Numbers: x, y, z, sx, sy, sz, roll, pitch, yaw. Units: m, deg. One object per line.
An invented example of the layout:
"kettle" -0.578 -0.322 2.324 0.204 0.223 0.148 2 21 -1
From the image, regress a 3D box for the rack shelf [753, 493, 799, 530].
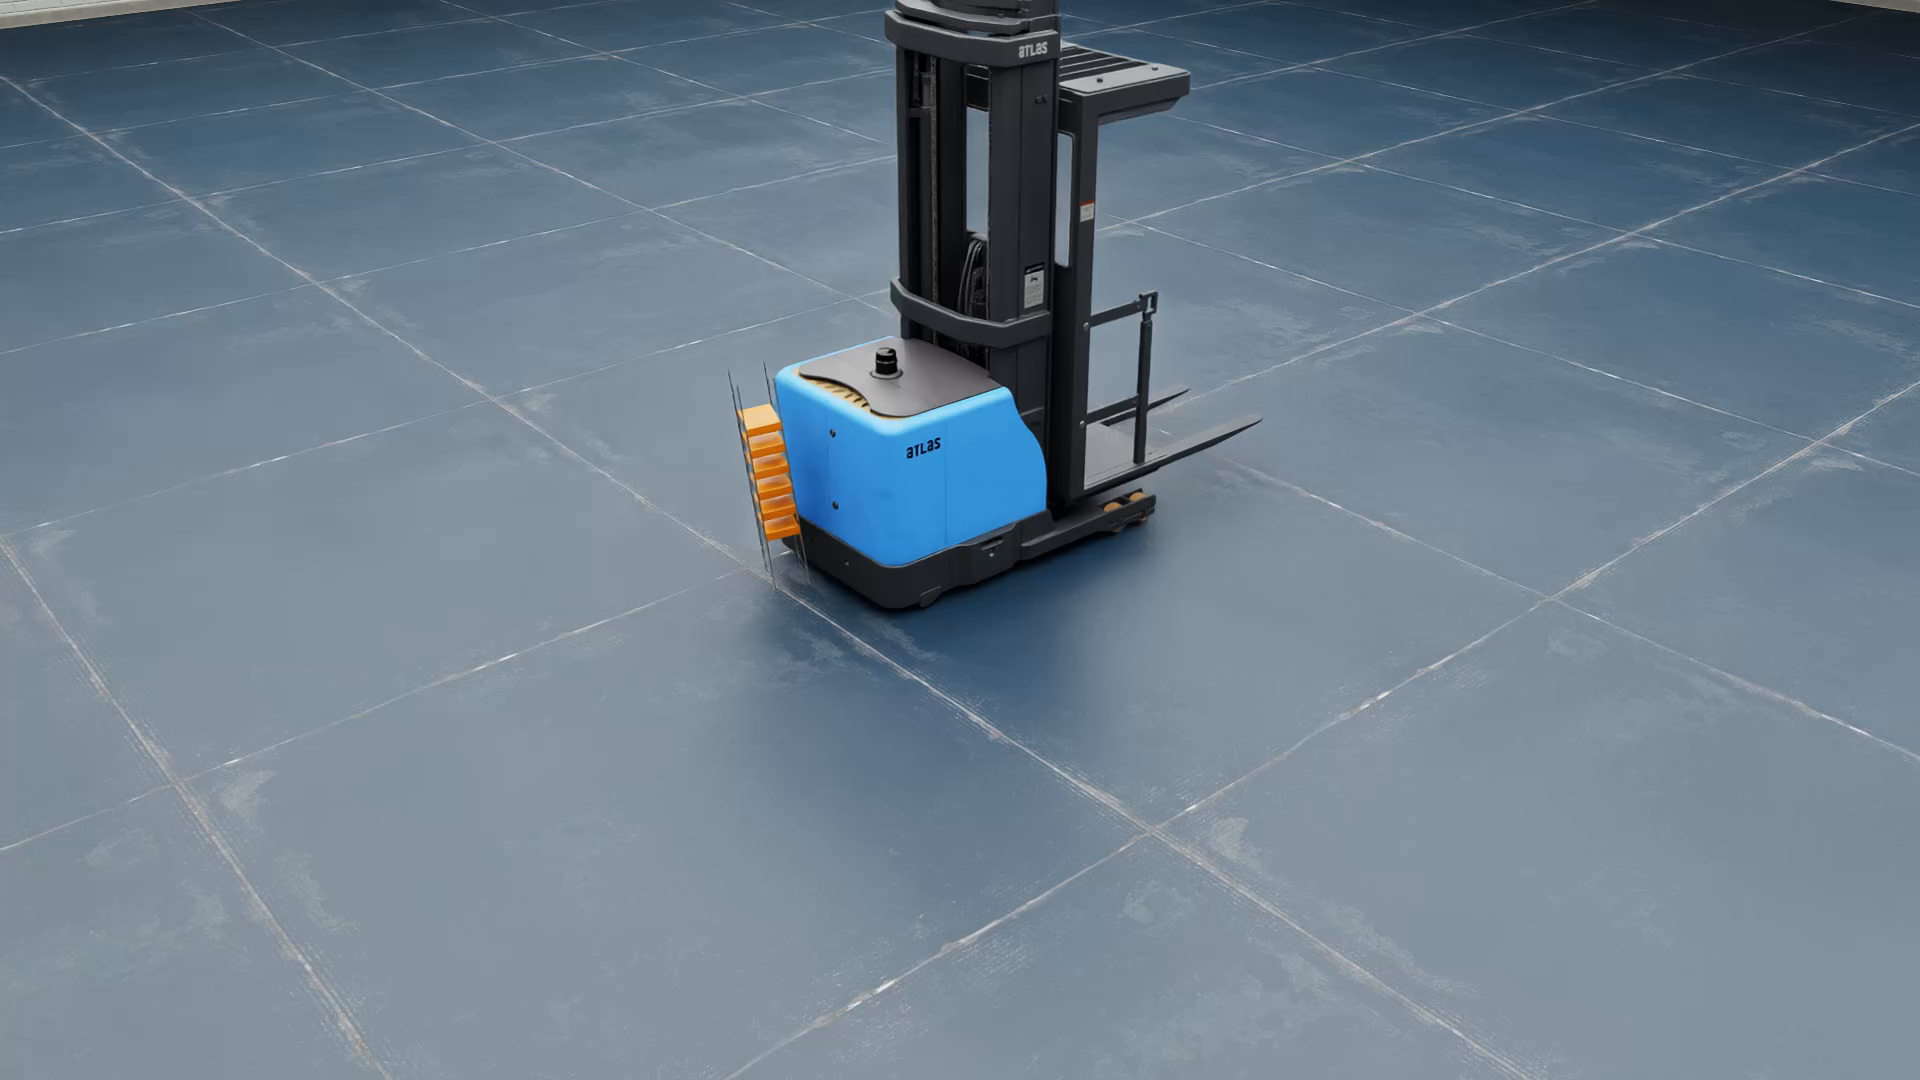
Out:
"rack shelf" -0.960 -0.171 8.627 0.180 0.103 0.258 -15 31 -13

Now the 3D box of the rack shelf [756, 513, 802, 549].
"rack shelf" -0.947 -0.068 8.687 0.180 0.103 0.258 -15 31 -13

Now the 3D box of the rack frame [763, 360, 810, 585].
"rack frame" -0.890 -0.334 8.565 0.006 1.200 0.240 -15 31 -13

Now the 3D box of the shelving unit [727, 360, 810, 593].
"shelving unit" -0.976 -0.312 8.545 0.189 1.200 0.258 -15 31 -13

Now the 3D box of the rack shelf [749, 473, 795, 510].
"rack shelf" -0.972 -0.274 8.567 0.180 0.103 0.258 -15 31 -13

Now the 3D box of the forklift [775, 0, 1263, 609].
"forklift" 0.480 -1.506 8.958 3.031 2.935 1.130 -22 35 -34

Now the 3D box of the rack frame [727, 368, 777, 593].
"rack frame" -1.063 -0.290 8.524 0.006 1.200 0.240 -15 31 -13

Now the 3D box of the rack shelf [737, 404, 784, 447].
"rack shelf" -1.009 -0.583 8.386 0.180 0.103 0.258 -15 31 -13

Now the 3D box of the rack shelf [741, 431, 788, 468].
"rack shelf" -0.997 -0.480 8.447 0.180 0.103 0.258 -15 31 -13

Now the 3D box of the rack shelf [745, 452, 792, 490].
"rack shelf" -0.984 -0.377 8.507 0.180 0.103 0.258 -15 31 -13
